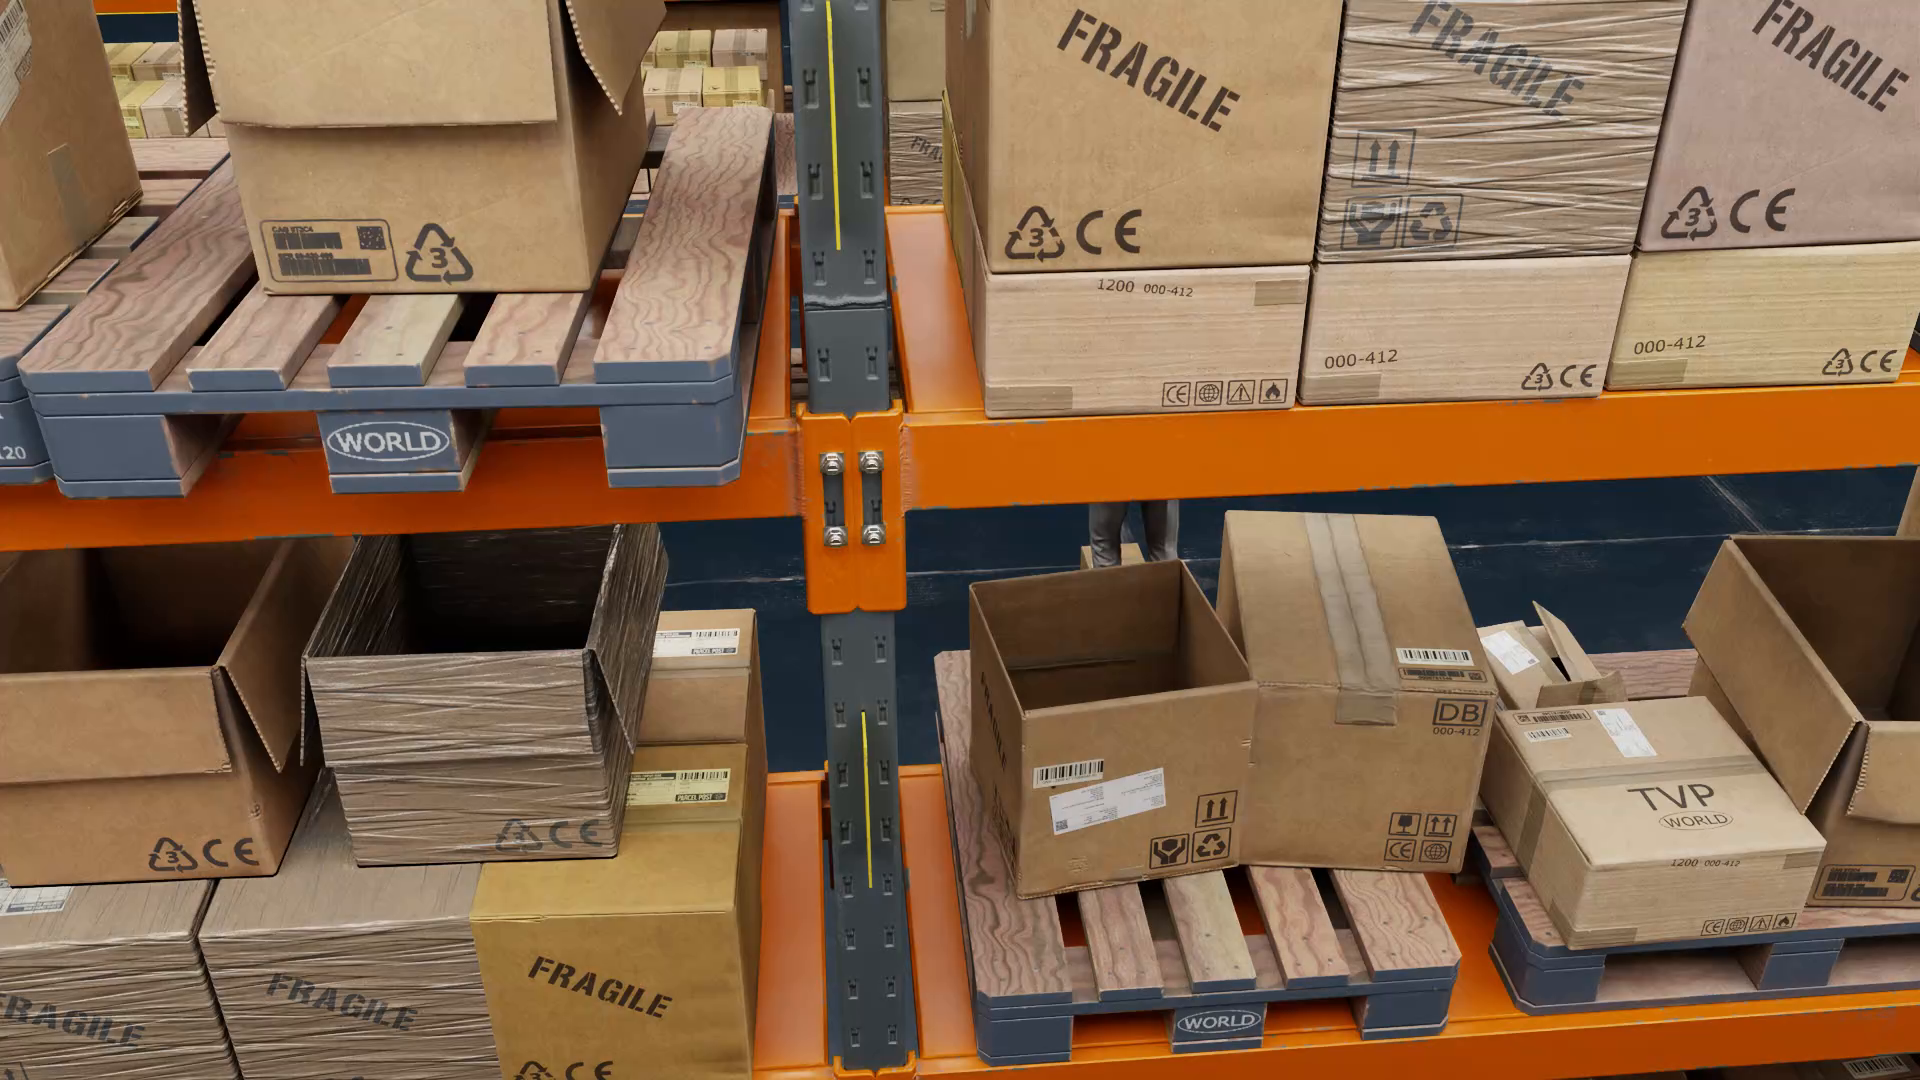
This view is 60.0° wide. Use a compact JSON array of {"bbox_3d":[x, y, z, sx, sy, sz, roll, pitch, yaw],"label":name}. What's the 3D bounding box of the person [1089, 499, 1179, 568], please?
[{"bbox_3d":[0.684,-0.299,6.622,0.540,1.663,0.405,-4,31,-6],"label":"person"}]
